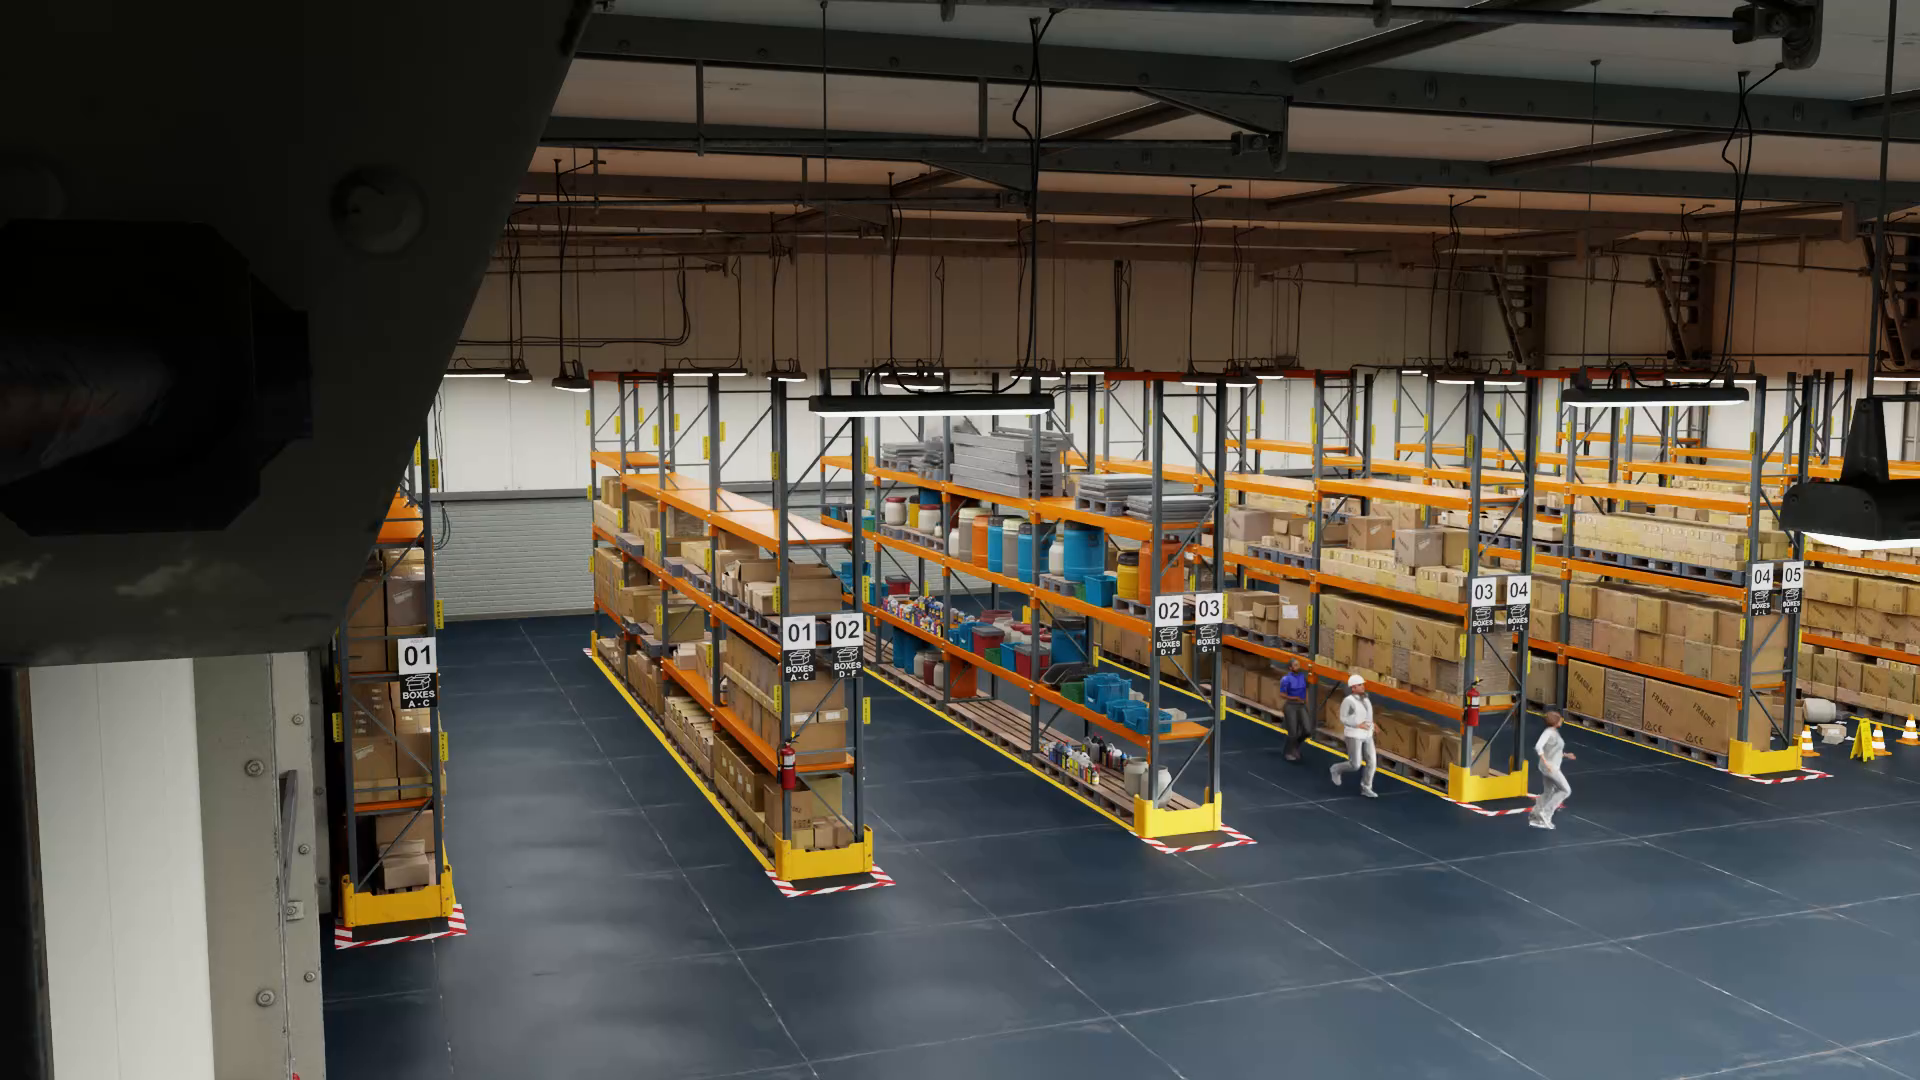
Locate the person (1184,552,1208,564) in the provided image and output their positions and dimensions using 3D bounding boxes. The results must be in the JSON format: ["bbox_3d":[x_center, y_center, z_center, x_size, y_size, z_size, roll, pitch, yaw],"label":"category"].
[{"bbox_3d":[5.680,0.864,41.105,0.877,1.778,0.712,-3,7,-23],"label":"person"}]

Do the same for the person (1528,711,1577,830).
[{"bbox_3d":[7.935,3.069,22.254,0.594,1.559,0.518,2,7,17],"label":"person"}]

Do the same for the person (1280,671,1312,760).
[{"bbox_3d":[5.222,2.741,25.839,0.530,1.412,0.498,-3,7,-23],"label":"person"}]

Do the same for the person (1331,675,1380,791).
[{"bbox_3d":[5.714,2.774,23.932,0.669,1.680,0.693,-4,8,-35],"label":"person"}]
